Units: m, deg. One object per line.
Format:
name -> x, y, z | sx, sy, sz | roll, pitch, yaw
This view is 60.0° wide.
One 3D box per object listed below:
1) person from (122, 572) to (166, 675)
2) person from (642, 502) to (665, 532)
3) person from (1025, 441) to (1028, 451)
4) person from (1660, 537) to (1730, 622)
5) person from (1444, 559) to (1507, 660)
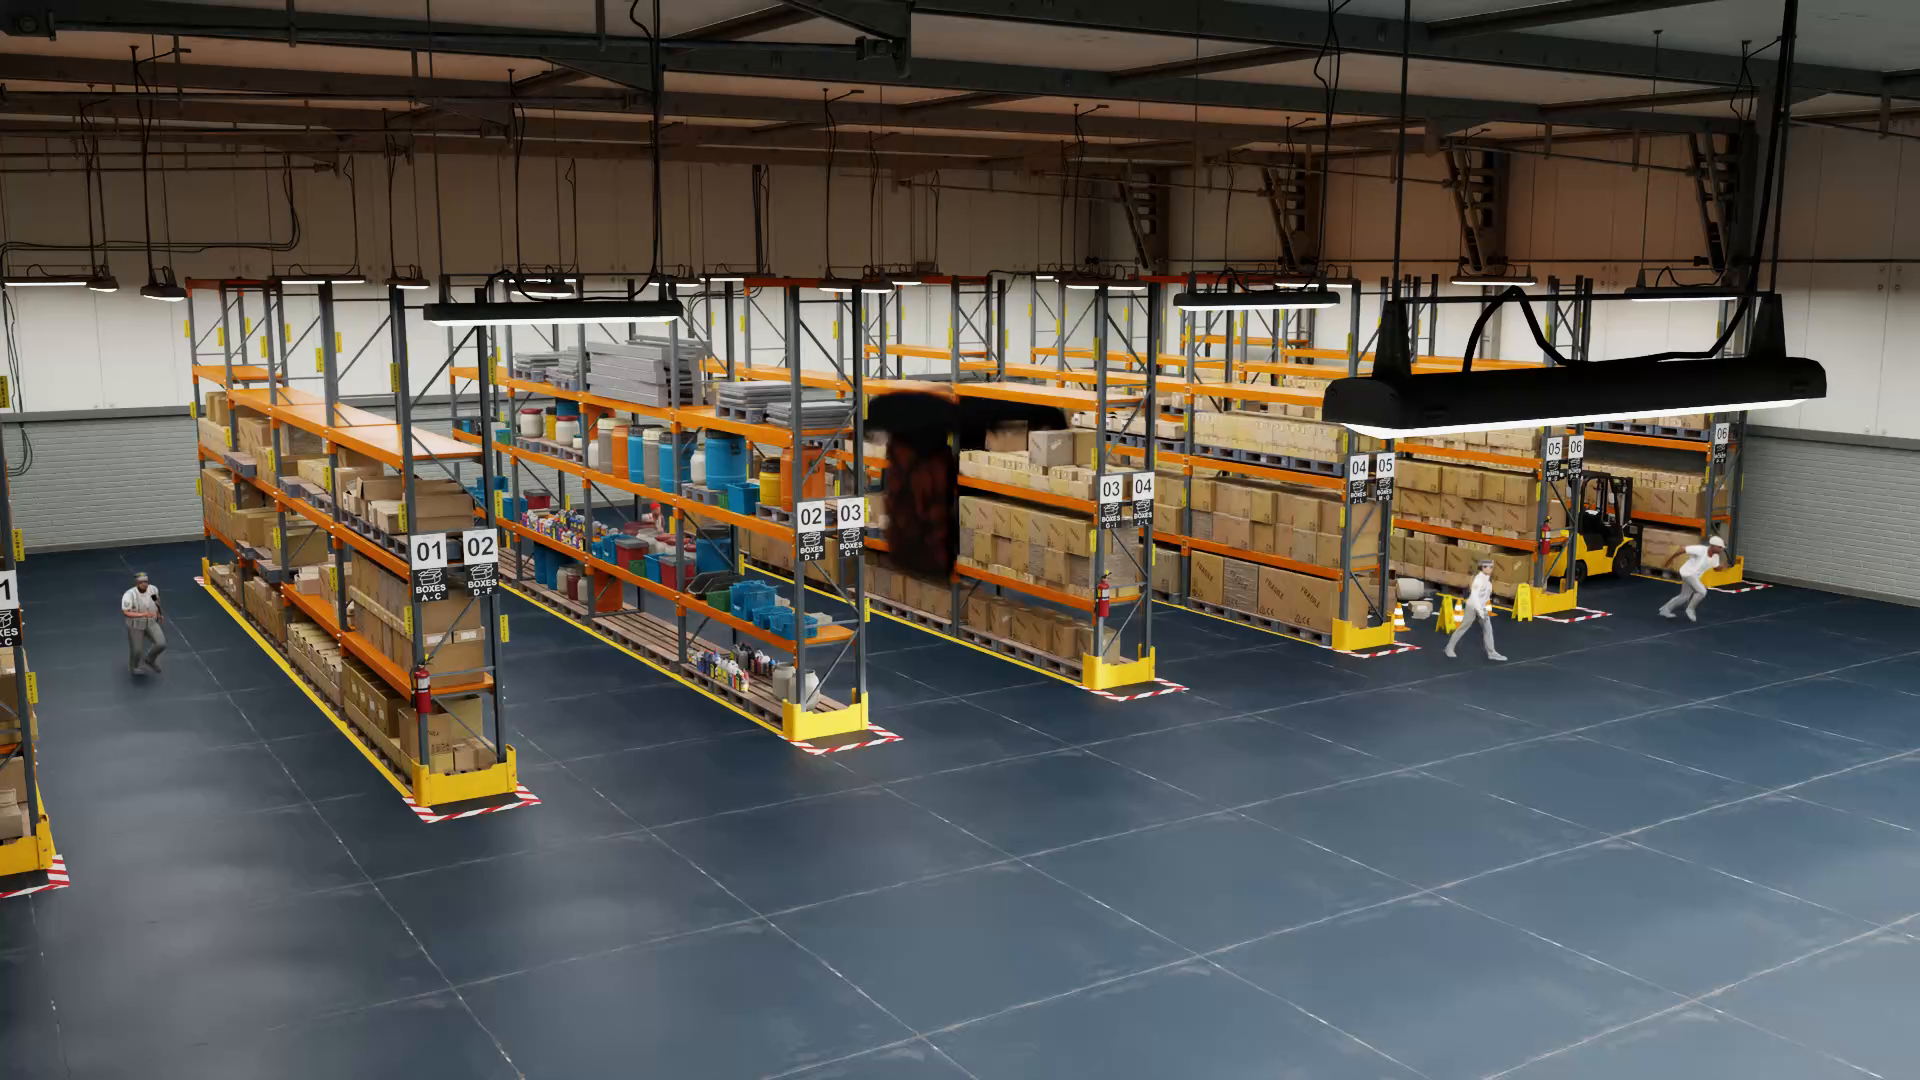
person -> -12.449, 1.275, 25.385 | 0.911, 1.649, 0.682 | 8, 12, 40
person -> -6.079, 0.077, 32.520 | 0.767, 1.710, 0.657 | 7, 12, 37
person -> 1.688, -2.023, 44.611 | 0.785, 1.844, 0.652 | -8, 12, -39
person -> 12.979, 0.657, 29.338 | 0.646, 1.533, 1.096 | -8, 12, -39
person -> 8.225, 1.085, 26.410 | 0.957, 1.610, 0.598 | 6, 11, 32
